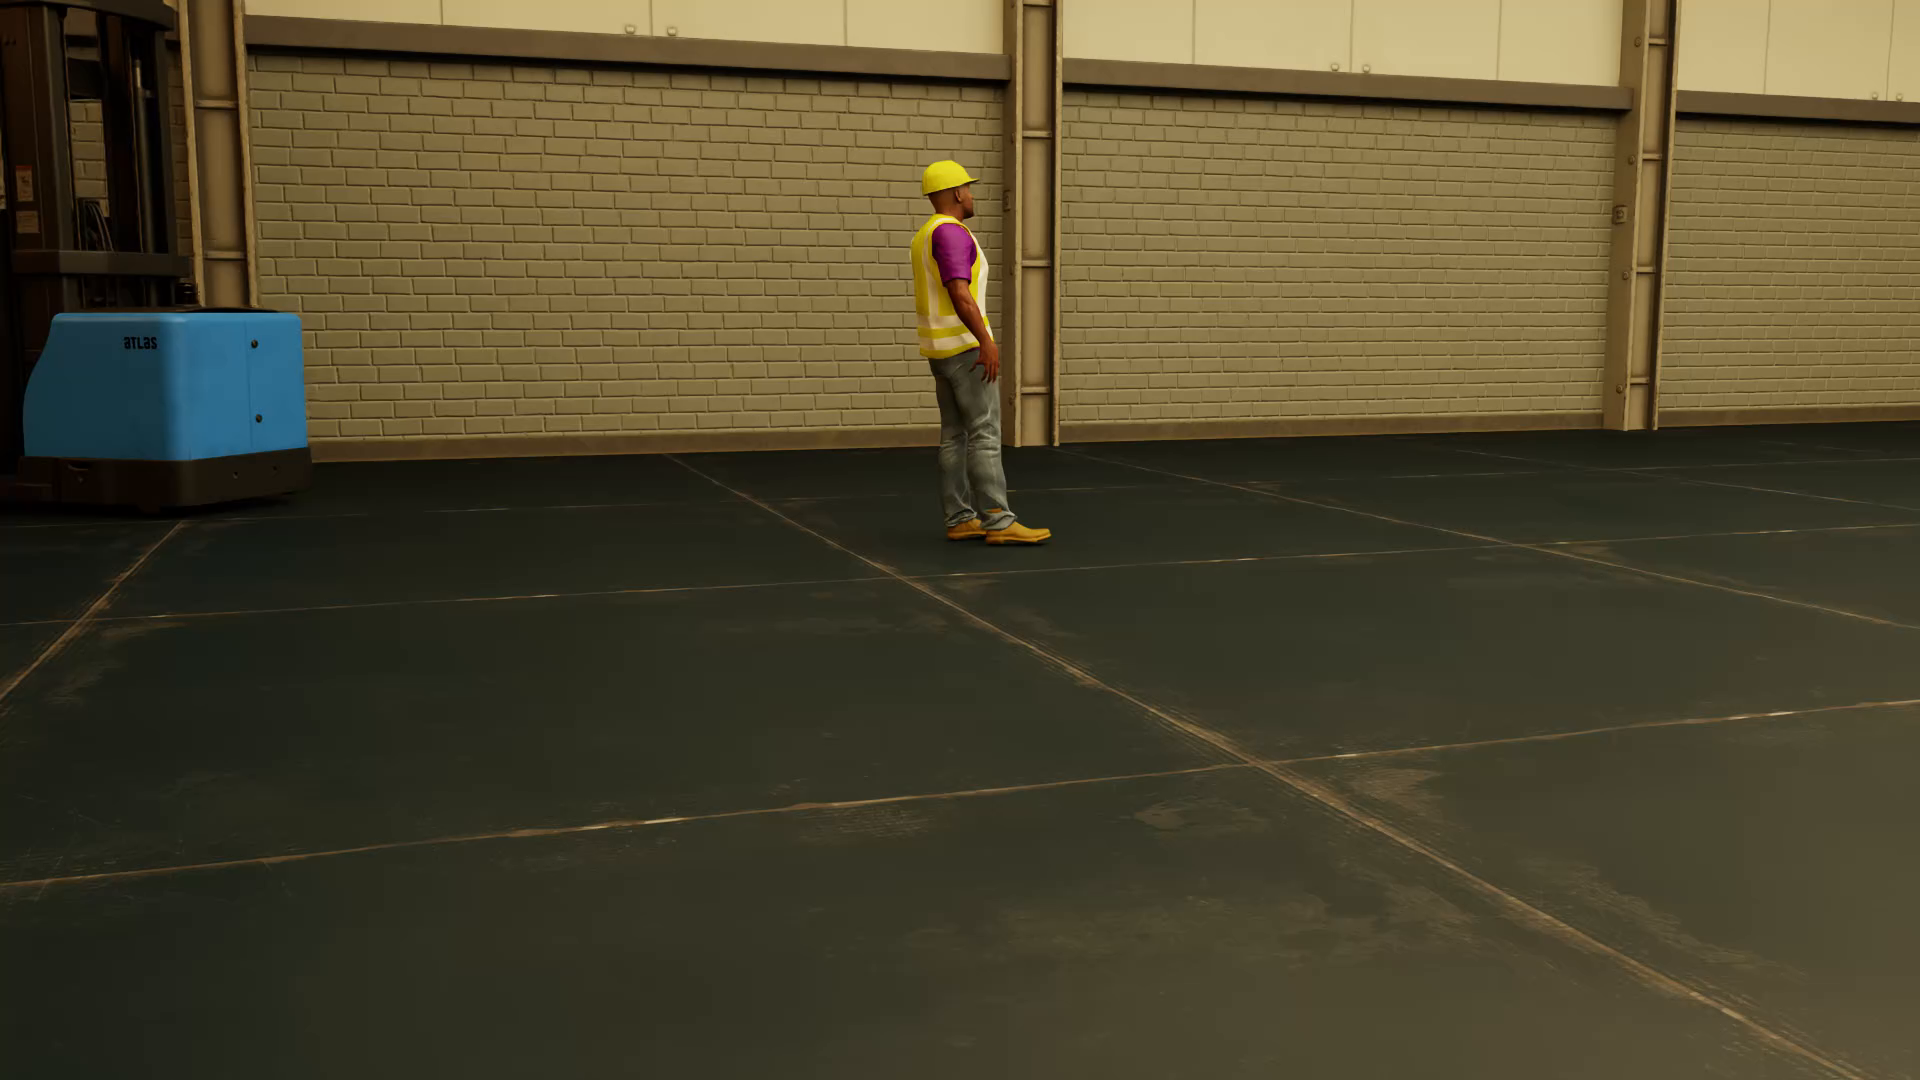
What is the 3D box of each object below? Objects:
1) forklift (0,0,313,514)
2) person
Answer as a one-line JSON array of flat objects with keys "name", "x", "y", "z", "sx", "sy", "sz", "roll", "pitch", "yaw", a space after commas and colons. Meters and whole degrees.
[{"name": "forklift", "x": -5.296, "y": -1.680, "z": 9.399, "sx": 3.031, "sy": 2.935, "sz": 1.130, "roll": 3, "pitch": 8, "yaw": 18}, {"name": "person", "x": 0.068, "y": -0.885, "z": 7.821, "sx": 0.575, "sy": 1.768, "sz": 0.665, "roll": -3, "pitch": 8, "yaw": -18}]
